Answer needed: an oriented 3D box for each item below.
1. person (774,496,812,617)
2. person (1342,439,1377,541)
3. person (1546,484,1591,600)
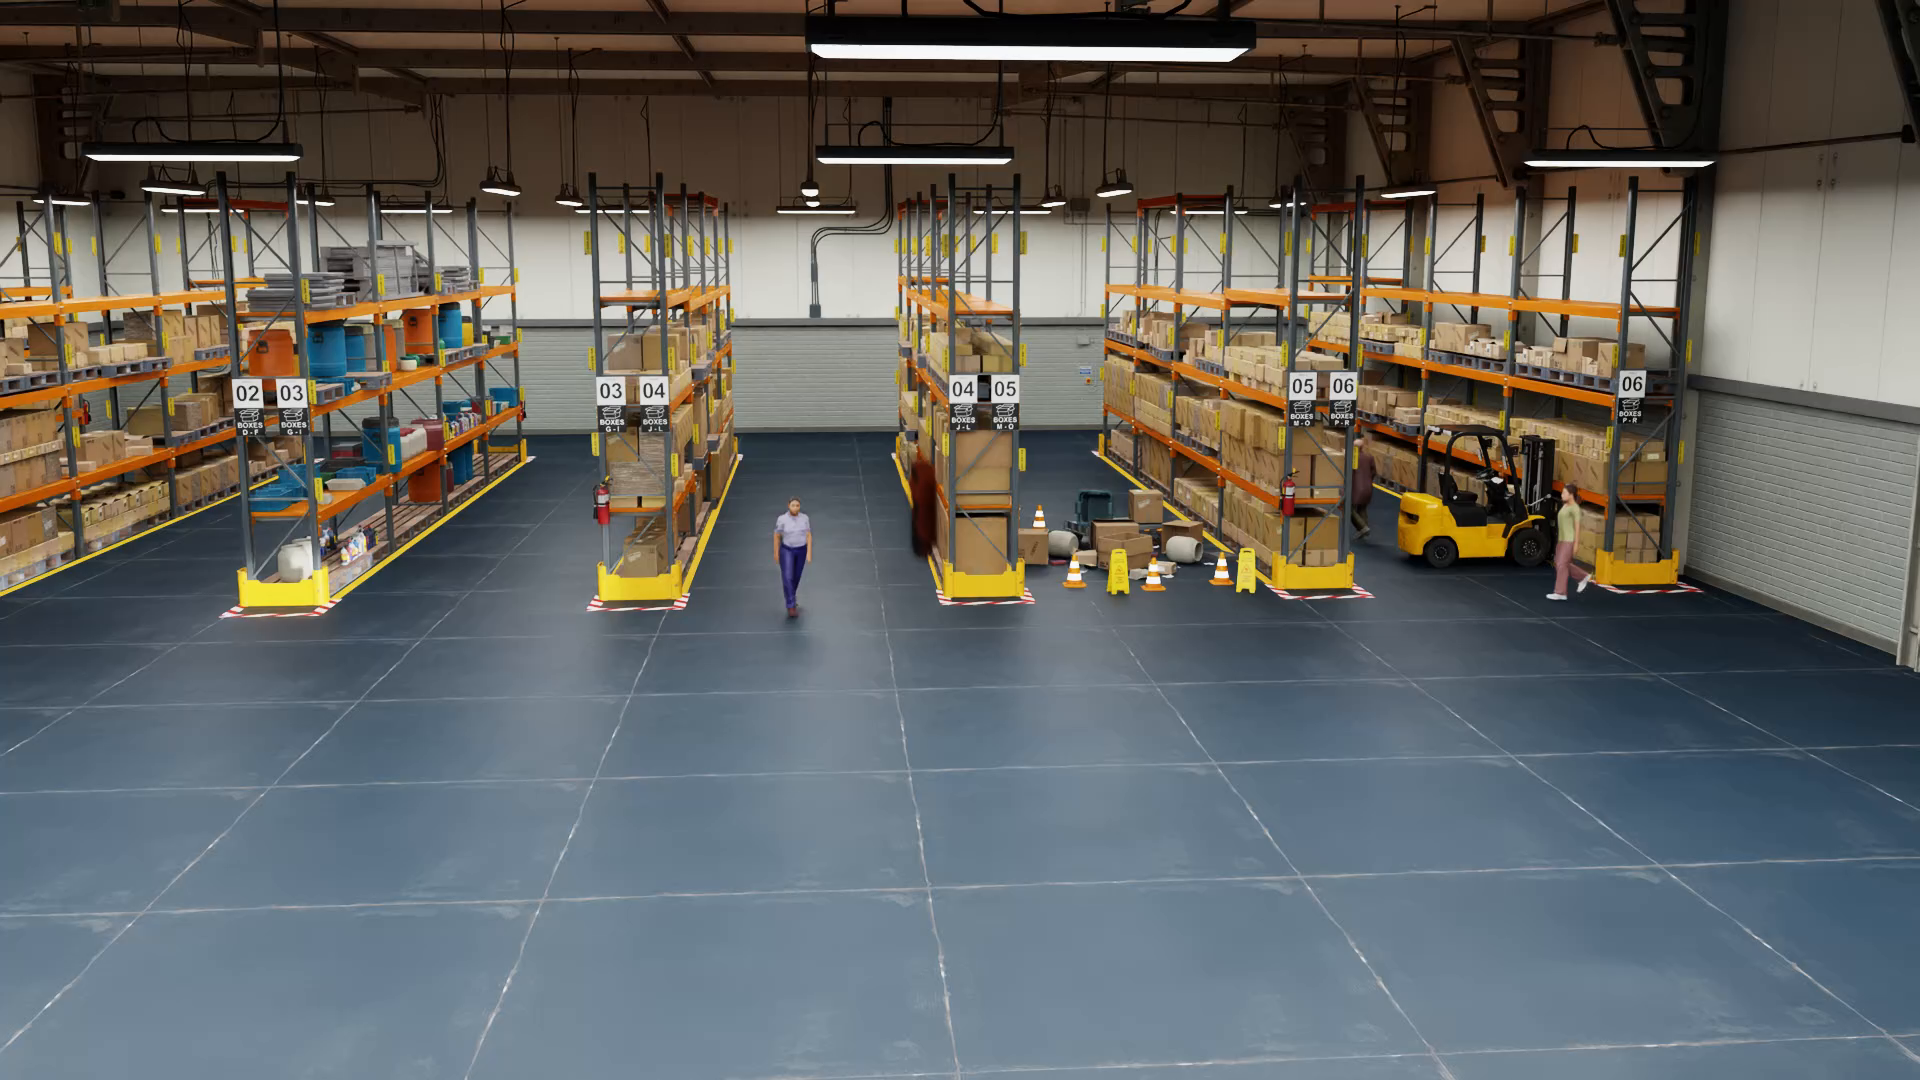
[{"bbox_3d":[-2.287,0.189,22.901,0.517,1.596,0.956,-6,12,-30],"label":"person"},{"bbox_3d":[6.953,-0.862,28.670,0.659,1.721,0.731,-4,11,-21],"label":"person"},{"bbox_3d":[8.742,0.022,23.722,0.708,1.655,0.452,-1,10,-6],"label":"person"}]
